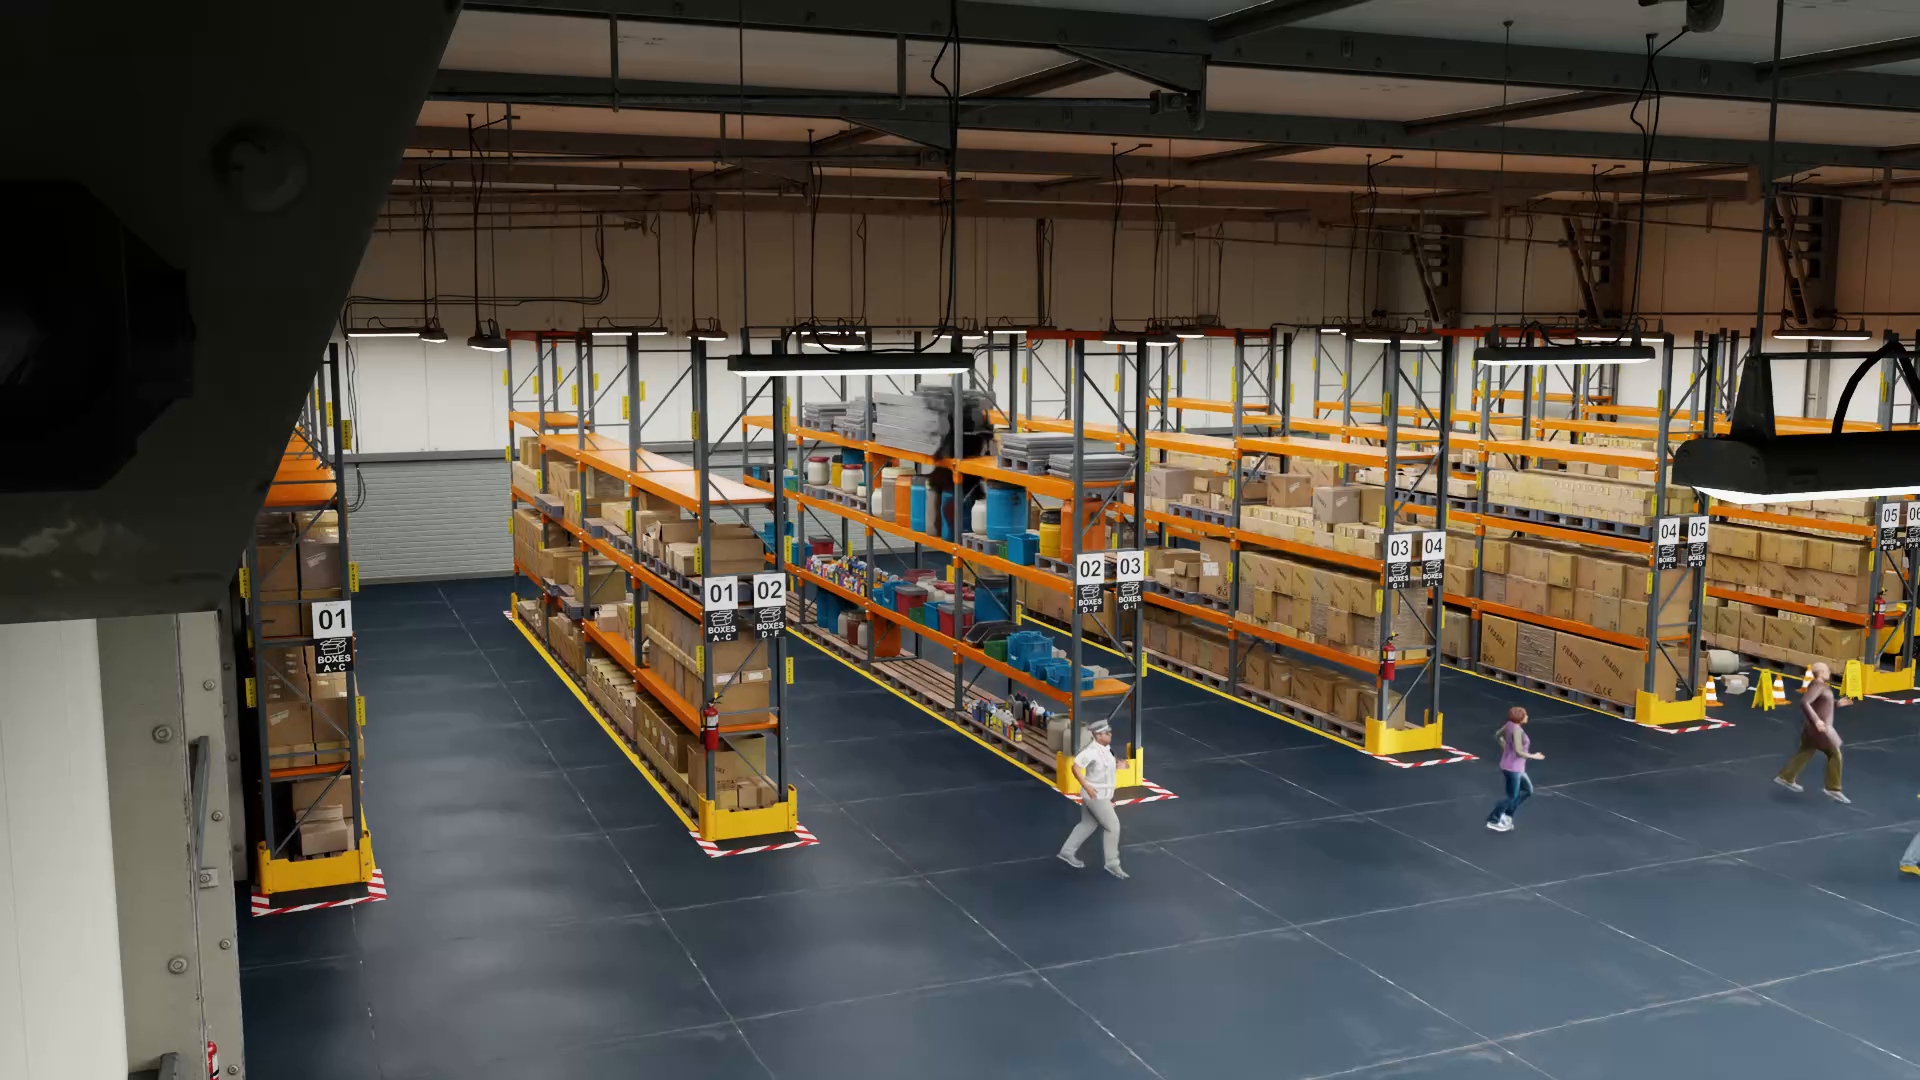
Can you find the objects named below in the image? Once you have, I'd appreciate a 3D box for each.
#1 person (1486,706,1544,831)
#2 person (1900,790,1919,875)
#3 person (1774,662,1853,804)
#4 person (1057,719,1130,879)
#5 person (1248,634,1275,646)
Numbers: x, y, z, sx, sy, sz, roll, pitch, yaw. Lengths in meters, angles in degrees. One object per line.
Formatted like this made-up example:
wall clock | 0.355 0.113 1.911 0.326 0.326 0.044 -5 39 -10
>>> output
person | 6.783 2.796 20.302 0.639 1.592 0.559 2 8 12
person | 10.977 2.953 18.623 0.739 1.805 0.683 1 8 6
person | 11.173 2.499 21.706 0.898 1.836 0.680 2 8 12
person | 1.522 2.914 18.835 0.830 1.848 0.631 1 8 6
person | 5.842 1.192 32.029 0.563 1.611 0.774 -4 9 -28
